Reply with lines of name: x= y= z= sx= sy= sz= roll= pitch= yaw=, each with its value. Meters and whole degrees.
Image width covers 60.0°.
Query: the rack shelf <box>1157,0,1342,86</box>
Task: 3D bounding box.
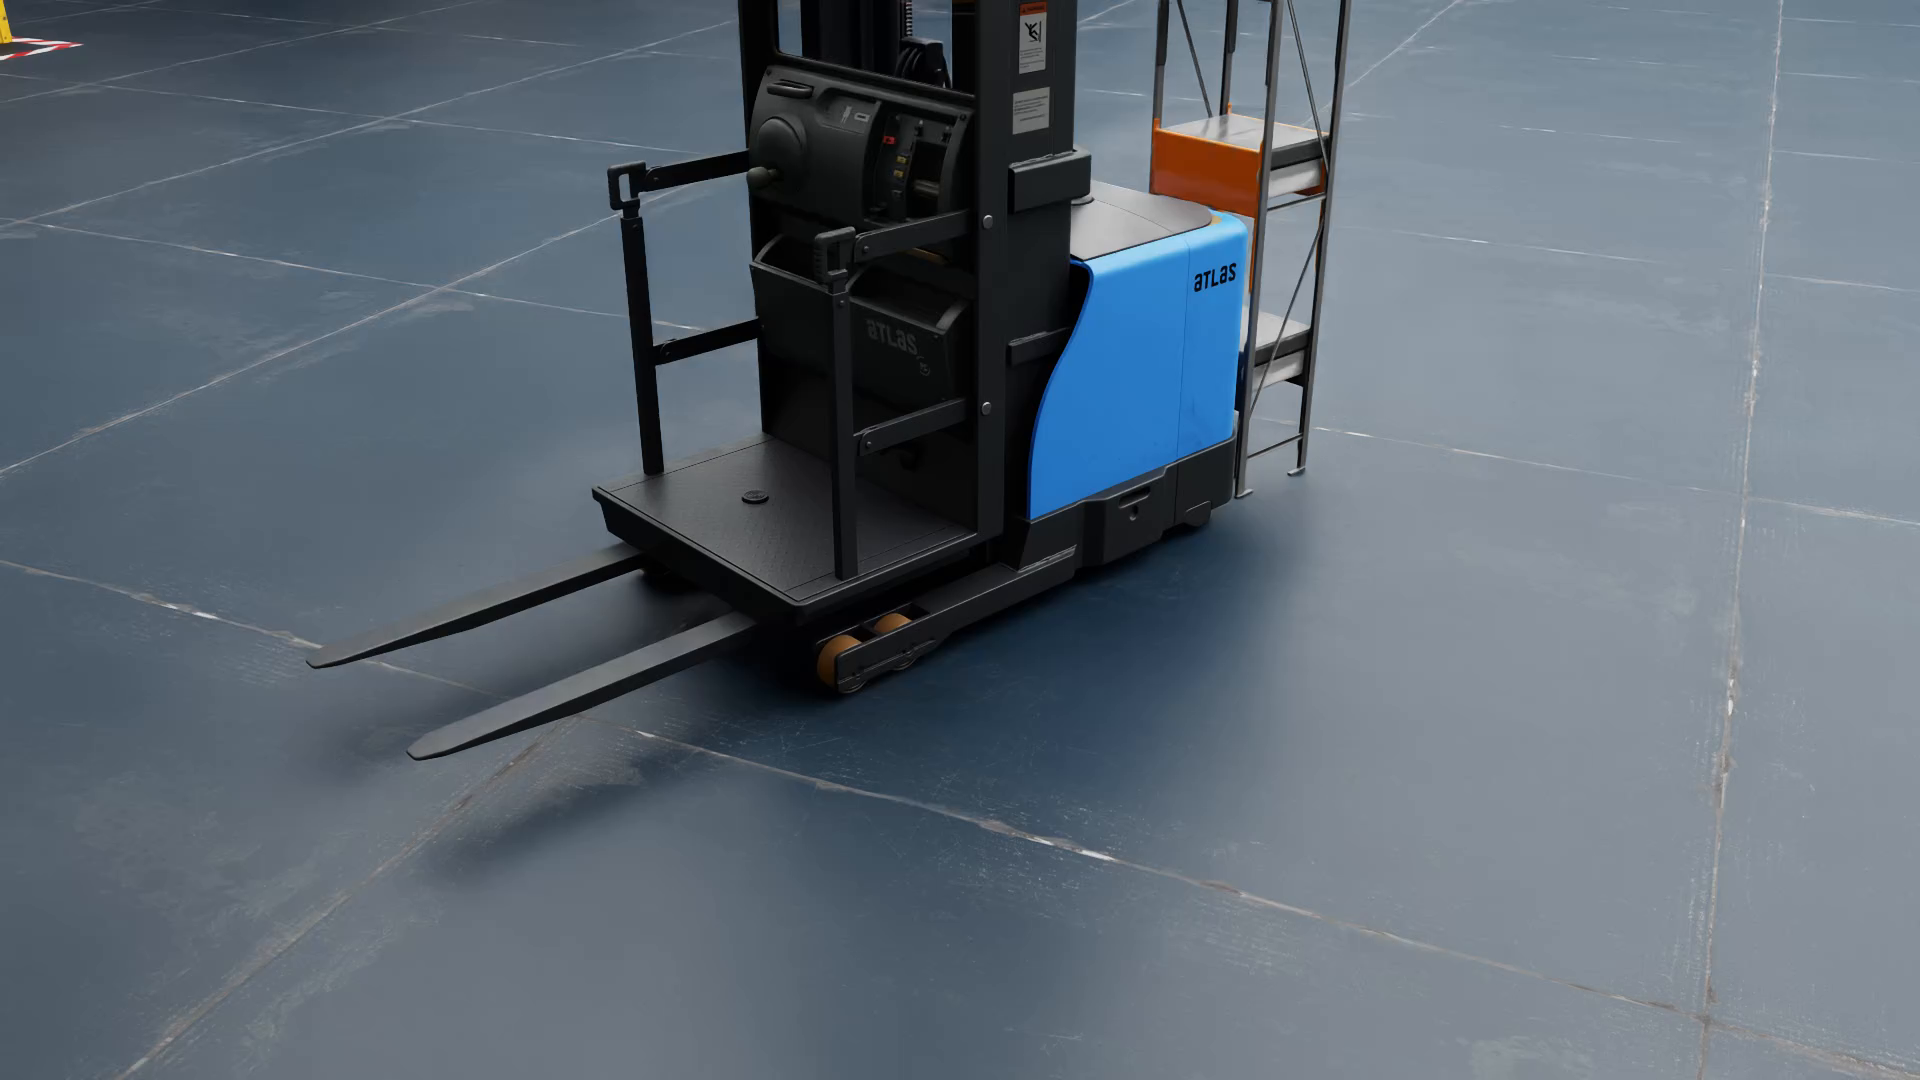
rack shelf: x=0.989 y=-1.847 z=5.570 sx=0.431 sy=0.518 sz=0.480 roll=-22 pitch=34 yaw=-37

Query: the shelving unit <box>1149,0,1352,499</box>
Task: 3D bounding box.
shelving unit: x=0.989 y=-1.231 z=5.873 sx=0.431 sy=2.100 sz=0.503 roll=-22 pitch=34 yaw=-37

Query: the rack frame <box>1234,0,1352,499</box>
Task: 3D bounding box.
rack frame: x=1.152 y=-1.151 z=5.710 sx=0.400 sy=2.100 sz=0.015 roll=-22 pitch=34 yaw=-37

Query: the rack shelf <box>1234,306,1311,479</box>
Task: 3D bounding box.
rack shelf: x=0.989 y=-0.591 z=6.188 sx=0.431 sy=0.518 sz=0.480 roll=-22 pitch=34 yaw=-37

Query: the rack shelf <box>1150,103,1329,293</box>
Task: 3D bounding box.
rack shelf: x=0.989 y=-1.219 z=5.879 sx=0.431 sy=0.518 sz=0.480 roll=-22 pitch=34 yaw=-37

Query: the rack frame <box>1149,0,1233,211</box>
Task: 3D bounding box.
rack frame: x=0.825 y=-1.311 z=6.035 sx=0.400 sy=2.100 sz=0.015 roll=-22 pitch=34 yaw=-37

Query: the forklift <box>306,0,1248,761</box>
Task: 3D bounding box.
forklift: x=-0.462 y=-1.128 z=4.724 sx=3.031 sy=2.935 sz=1.130 roll=-22 pitch=34 yaw=-37

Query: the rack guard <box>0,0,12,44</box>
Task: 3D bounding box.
rack guard: x=-8.754 y=-4.437 z=14.195 sx=0.348 sy=0.500 sz=1.175 roll=11 pitch=28 yaw=22
